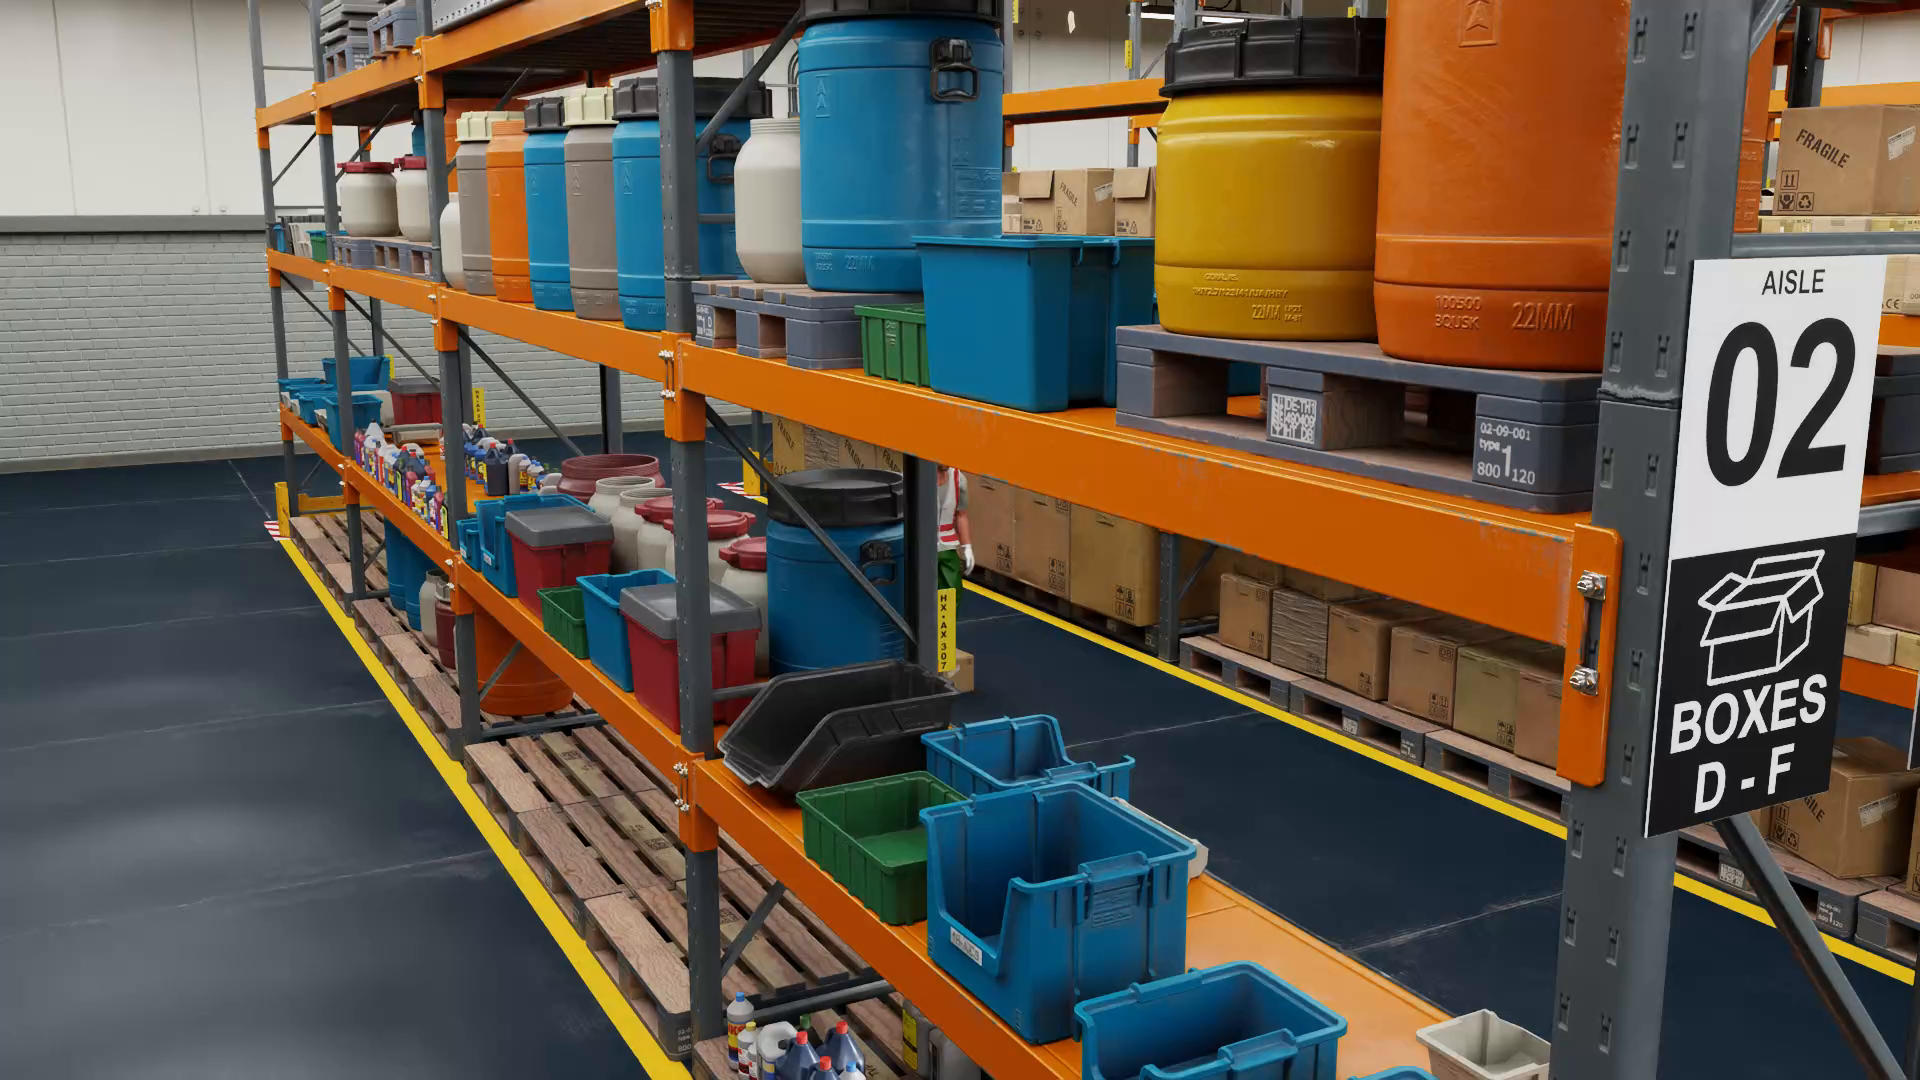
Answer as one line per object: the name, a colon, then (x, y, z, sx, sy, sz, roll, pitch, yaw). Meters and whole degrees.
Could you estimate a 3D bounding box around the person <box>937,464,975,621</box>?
person: (-0.175, 0.110, 11.374, 0.619, 1.779, 0.455, -7, 13, -29)
